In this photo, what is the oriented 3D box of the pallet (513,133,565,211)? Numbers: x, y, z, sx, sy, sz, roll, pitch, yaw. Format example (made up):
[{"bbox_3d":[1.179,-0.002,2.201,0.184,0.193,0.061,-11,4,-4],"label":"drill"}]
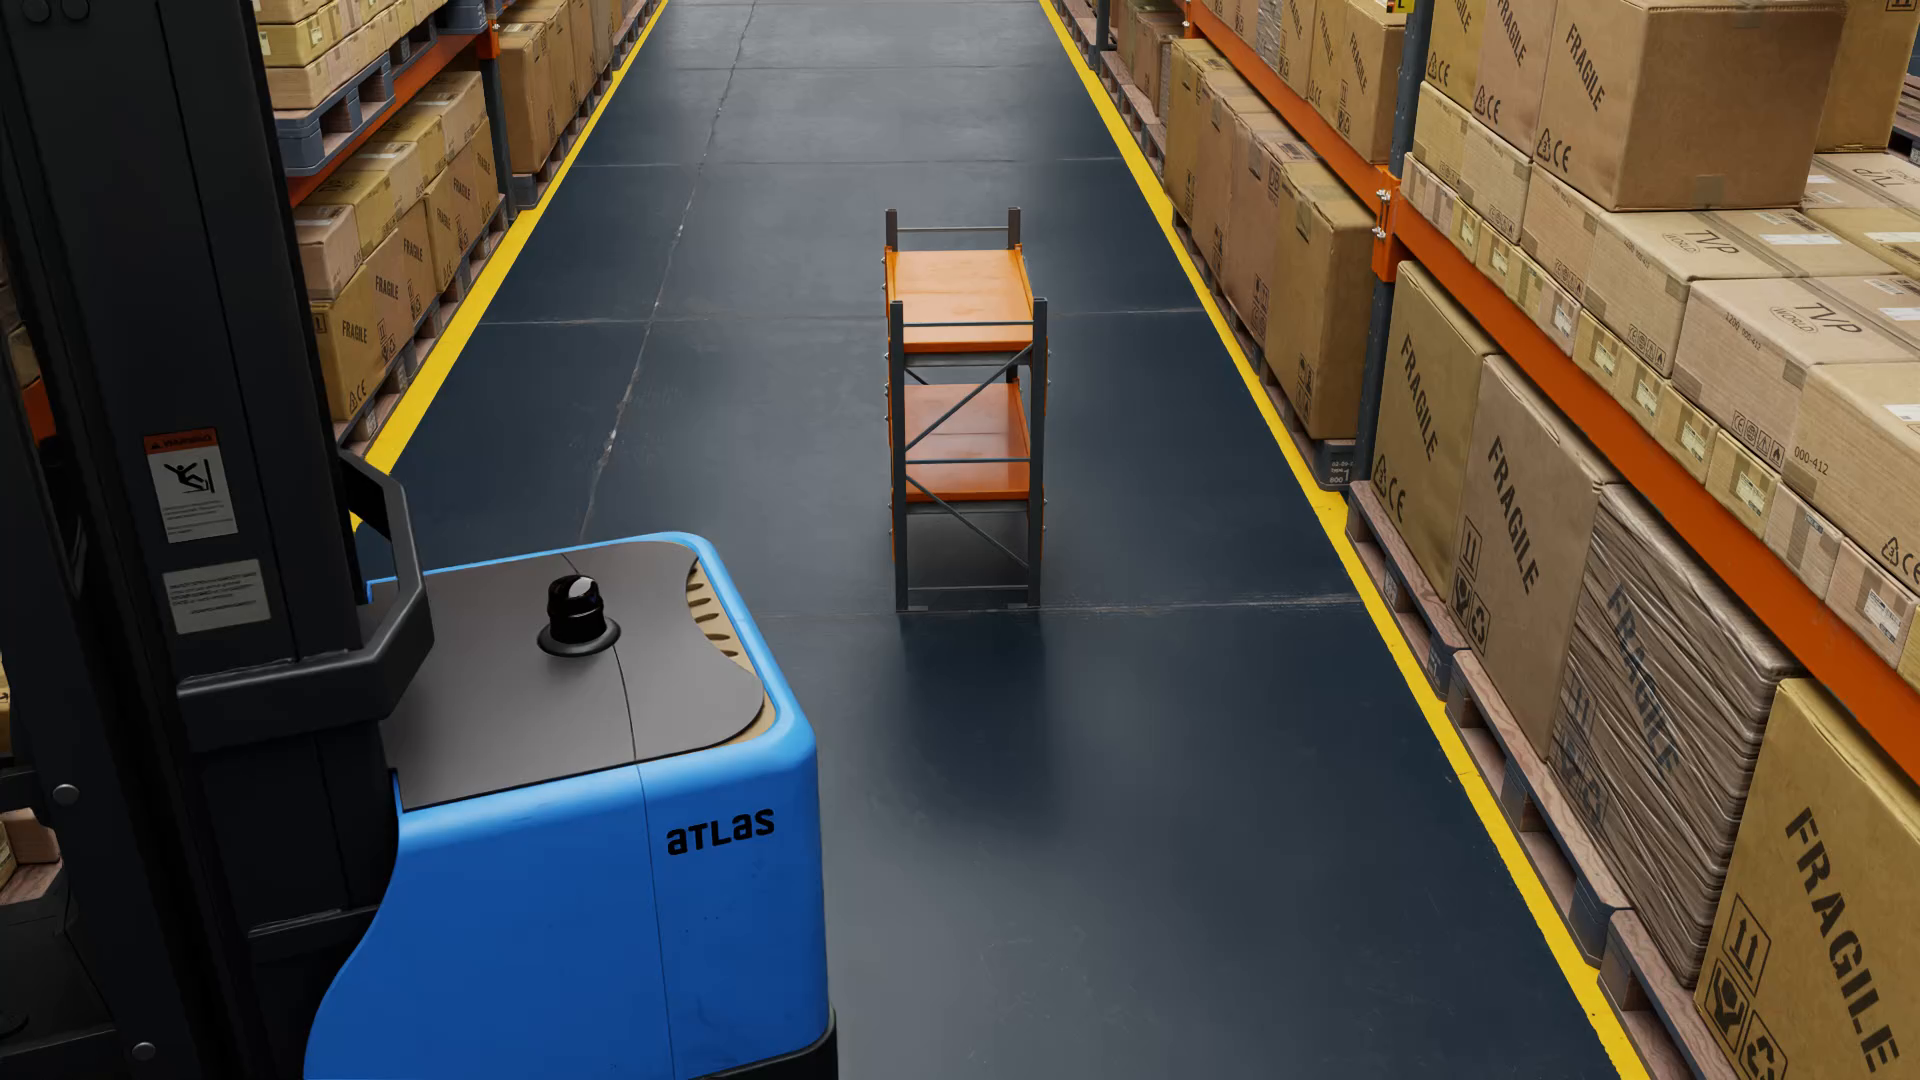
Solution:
[{"bbox_3d":[-3.112,-2.359,10.544,1.003,0.211,1.213,-1,28,-3],"label":"pallet"}]

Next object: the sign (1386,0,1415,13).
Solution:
[{"bbox_3d":[1.480,-1.915,5.513,0.100,0.325,0.005,-1,28,-3],"label":"sign"}]

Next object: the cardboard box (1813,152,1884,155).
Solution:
[{"bbox_3d":[2.336,-1.084,4.925,0.500,0.250,0.500,-1,28,-1],"label":"cardboard box"}]

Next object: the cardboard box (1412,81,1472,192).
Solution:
[{"bbox_3d":[1.785,-1.297,5.333,0.500,0.250,0.500,-2,28,-4],"label":"cardboard box"}]

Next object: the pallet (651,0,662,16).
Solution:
[{"bbox_3d":[-3.443,-5.320,16.221,1.003,0.211,1.213,-1,28,-3],"label":"pallet"}]

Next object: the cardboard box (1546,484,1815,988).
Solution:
[{"bbox_3d":[2.070,0.434,4.017,0.875,0.875,0.875,-1,28,-3],"label":"cardboard box"}]

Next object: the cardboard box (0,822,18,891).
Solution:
[{"bbox_3d":[-2.563,0.824,4.055,0.380,0.149,0.250,-1,28,-3],"label":"cardboard box"}]

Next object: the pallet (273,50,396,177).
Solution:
[{"bbox_3d":[-2.831,-1.653,6.383,1.003,0.211,1.213,-1,28,-3],"label":"pallet"}]

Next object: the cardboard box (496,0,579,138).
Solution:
[{"bbox_3d":[-3.137,-3.105,10.938,1.050,0.750,0.750,-1,28,-2],"label":"cardboard box"}]

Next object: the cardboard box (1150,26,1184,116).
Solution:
[{"bbox_3d":[1.680,-3.215,11.398,0.700,0.500,0.500,1,28,2],"label":"cardboard box"}]

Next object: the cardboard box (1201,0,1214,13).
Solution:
[{"bbox_3d":[1.567,-3.115,8.871,0.500,0.500,0.500,-1,28,-1],"label":"cardboard box"}]

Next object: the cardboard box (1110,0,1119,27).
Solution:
[{"bbox_3d":[1.586,-4.677,14.223,0.500,0.500,0.500,7,28,14],"label":"cardboard box"}]

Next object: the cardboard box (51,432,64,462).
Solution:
[{"bbox_3d":[-3.170,-0.275,5.519,0.380,0.149,0.250,0,28,0],"label":"cardboard box"}]

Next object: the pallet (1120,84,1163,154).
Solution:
[{"bbox_3d":[1.713,-2.989,11.752,1.003,0.211,1.213,-1,28,-3],"label":"pallet"}]

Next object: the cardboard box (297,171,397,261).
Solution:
[{"bbox_3d":[-2.742,-1.386,7.101,0.500,0.250,0.500,-1,28,-1],"label":"cardboard box"}]

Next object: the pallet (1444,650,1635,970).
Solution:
[{"bbox_3d":[2.050,0.699,4.681,1.003,0.211,1.213,-1,28,-3],"label":"pallet"}]

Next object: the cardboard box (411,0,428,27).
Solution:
[{"bbox_3d":[-2.582,-2.369,7.366,0.380,0.149,0.250,-3,28,-5],"label":"cardboard box"}]

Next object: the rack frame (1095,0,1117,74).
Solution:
[{"bbox_3d":[1.604,-5.149,12.879,1.000,3.000,0.127,-1,28,-3],"label":"rack frame"}]

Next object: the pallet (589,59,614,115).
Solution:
[{"bbox_3d":[-3.239,-3.485,12.704,1.003,0.211,1.213,-1,28,-3],"label":"pallet"}]

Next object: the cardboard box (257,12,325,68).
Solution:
[{"bbox_3d":[-2.498,-1.781,5.918,0.380,0.149,0.250,-1,28,-2],"label":"cardboard box"}]

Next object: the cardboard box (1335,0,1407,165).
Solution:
[{"bbox_3d":[1.725,-1.709,6.174,0.500,0.500,0.500,-1,28,-2],"label":"cardboard box"}]

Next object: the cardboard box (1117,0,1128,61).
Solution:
[{"bbox_3d":[1.615,-3.952,12.811,0.700,0.500,0.500,-3,28,-7],"label":"cardboard box"}]

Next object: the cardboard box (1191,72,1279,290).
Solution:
[{"bbox_3d":[1.867,-1.815,8.330,1.225,0.875,0.875,-1,28,-2],"label":"cardboard box"}]

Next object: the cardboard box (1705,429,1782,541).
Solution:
[{"bbox_3d":[1.828,-0.124,3.516,0.380,0.149,0.250,-2,28,-4],"label":"cardboard box"}]

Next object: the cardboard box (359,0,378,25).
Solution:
[{"bbox_3d":[-2.542,-2.140,6.606,0.380,0.149,0.250,-3,28,-5],"label":"cardboard box"}]

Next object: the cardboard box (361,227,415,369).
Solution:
[{"bbox_3d":[-2.740,-1.052,7.271,0.500,0.500,0.500,0,28,0],"label":"cardboard box"}]

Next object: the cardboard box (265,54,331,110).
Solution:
[{"bbox_3d":[-2.498,-1.650,5.987,0.380,0.149,0.250,-3,28,-5],"label":"cardboard box"}]

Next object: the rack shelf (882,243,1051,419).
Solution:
[{"bbox_3d":[0.000,-0.755,5.849,0.538,0.278,1.000,-1,28,-3],"label":"rack shelf"}]

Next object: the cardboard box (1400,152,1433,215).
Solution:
[{"bbox_3d":[1.705,-1.199,5.577,0.380,0.149,0.250,-1,28,-3],"label":"cardboard box"}]

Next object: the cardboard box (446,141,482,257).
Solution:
[{"bbox_3d":[-2.827,-1.769,8.648,0.500,0.500,0.500,0,28,-1],"label":"cardboard box"}]

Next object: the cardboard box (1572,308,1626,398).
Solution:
[{"bbox_3d":[1.788,-0.479,4.196,0.380,0.149,0.250,-2,28,-4],"label":"cardboard box"}]

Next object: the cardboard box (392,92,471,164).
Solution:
[{"bbox_3d":[-2.811,-2.097,8.465,0.500,0.250,0.500,-1,28,-2],"label":"cardboard box"}]

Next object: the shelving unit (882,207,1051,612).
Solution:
[{"bbox_3d":[0.000,-0.496,5.984,0.538,1.125,1.048,-1,28,-3],"label":"shelving unit"}]

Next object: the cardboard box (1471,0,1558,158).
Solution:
[{"bbox_3d":[1.809,-1.398,4.716,0.500,0.500,0.500,-1,28,-3],"label":"cardboard box"}]

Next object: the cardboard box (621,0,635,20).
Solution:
[{"bbox_3d":[-3.368,-5.029,14.491,0.875,0.875,0.875,-1,28,-2],"label":"cardboard box"}]

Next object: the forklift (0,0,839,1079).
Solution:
[{"bbox_3d":[-1.838,0.066,2.955,3.031,2.935,1.130,-10,29,-18],"label":"forklift"}]

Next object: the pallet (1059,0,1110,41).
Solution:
[{"bbox_3d":[1.467,-4.787,15.200,1.003,0.211,1.213,-1,28,-3],"label":"pallet"}]

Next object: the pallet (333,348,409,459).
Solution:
[{"bbox_3d":[-2.979,-0.505,6.990,1.003,0.211,1.213,-1,28,-3],"label":"pallet"}]

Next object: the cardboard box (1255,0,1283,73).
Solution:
[{"bbox_3d":[1.650,-2.410,7.519,0.500,0.500,0.500,-1,28,-2],"label":"cardboard box"}]

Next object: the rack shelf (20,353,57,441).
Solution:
[{"bbox_3d":[-2.832,-0.139,4.051,1.077,0.370,4.000,-1,28,-3],"label":"rack shelf"}]

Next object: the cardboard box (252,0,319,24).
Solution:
[{"bbox_3d":[-2.498,-1.913,5.849,0.380,0.149,0.250,0,28,0],"label":"cardboard box"}]

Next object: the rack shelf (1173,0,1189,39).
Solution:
[{"bbox_3d":[1.708,-3.907,11.275,1.077,0.370,4.000,-1,28,-3],"label":"rack shelf"}]

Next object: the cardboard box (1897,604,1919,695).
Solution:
[{"bbox_3d":[1.868,0.227,2.842,0.380,0.149,0.250,-1,28,-2],"label":"cardboard box"}]

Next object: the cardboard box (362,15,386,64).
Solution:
[{"bbox_3d":[-2.539,-2.009,6.676,0.380,0.149,0.250,-1,28,-2],"label":"cardboard box"}]

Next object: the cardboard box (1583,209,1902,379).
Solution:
[{"bbox_3d":[1.856,-0.600,3.997,0.500,0.250,0.500,-1,28,-3],"label":"cardboard box"}]

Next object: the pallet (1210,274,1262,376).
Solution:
[{"bbox_3d":[1.839,-1.138,8.203,1.003,0.211,1.213,-1,28,-3],"label":"pallet"}]

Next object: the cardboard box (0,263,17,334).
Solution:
[{"bbox_3d":[-2.574,-0.633,3.790,0.500,0.500,0.500,-2,28,-4],"label":"cardboard box"}]

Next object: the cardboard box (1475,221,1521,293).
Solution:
[{"bbox_3d":[1.749,-0.834,4.878,0.380,0.149,0.250,-2,28,-4],"label":"cardboard box"}]
